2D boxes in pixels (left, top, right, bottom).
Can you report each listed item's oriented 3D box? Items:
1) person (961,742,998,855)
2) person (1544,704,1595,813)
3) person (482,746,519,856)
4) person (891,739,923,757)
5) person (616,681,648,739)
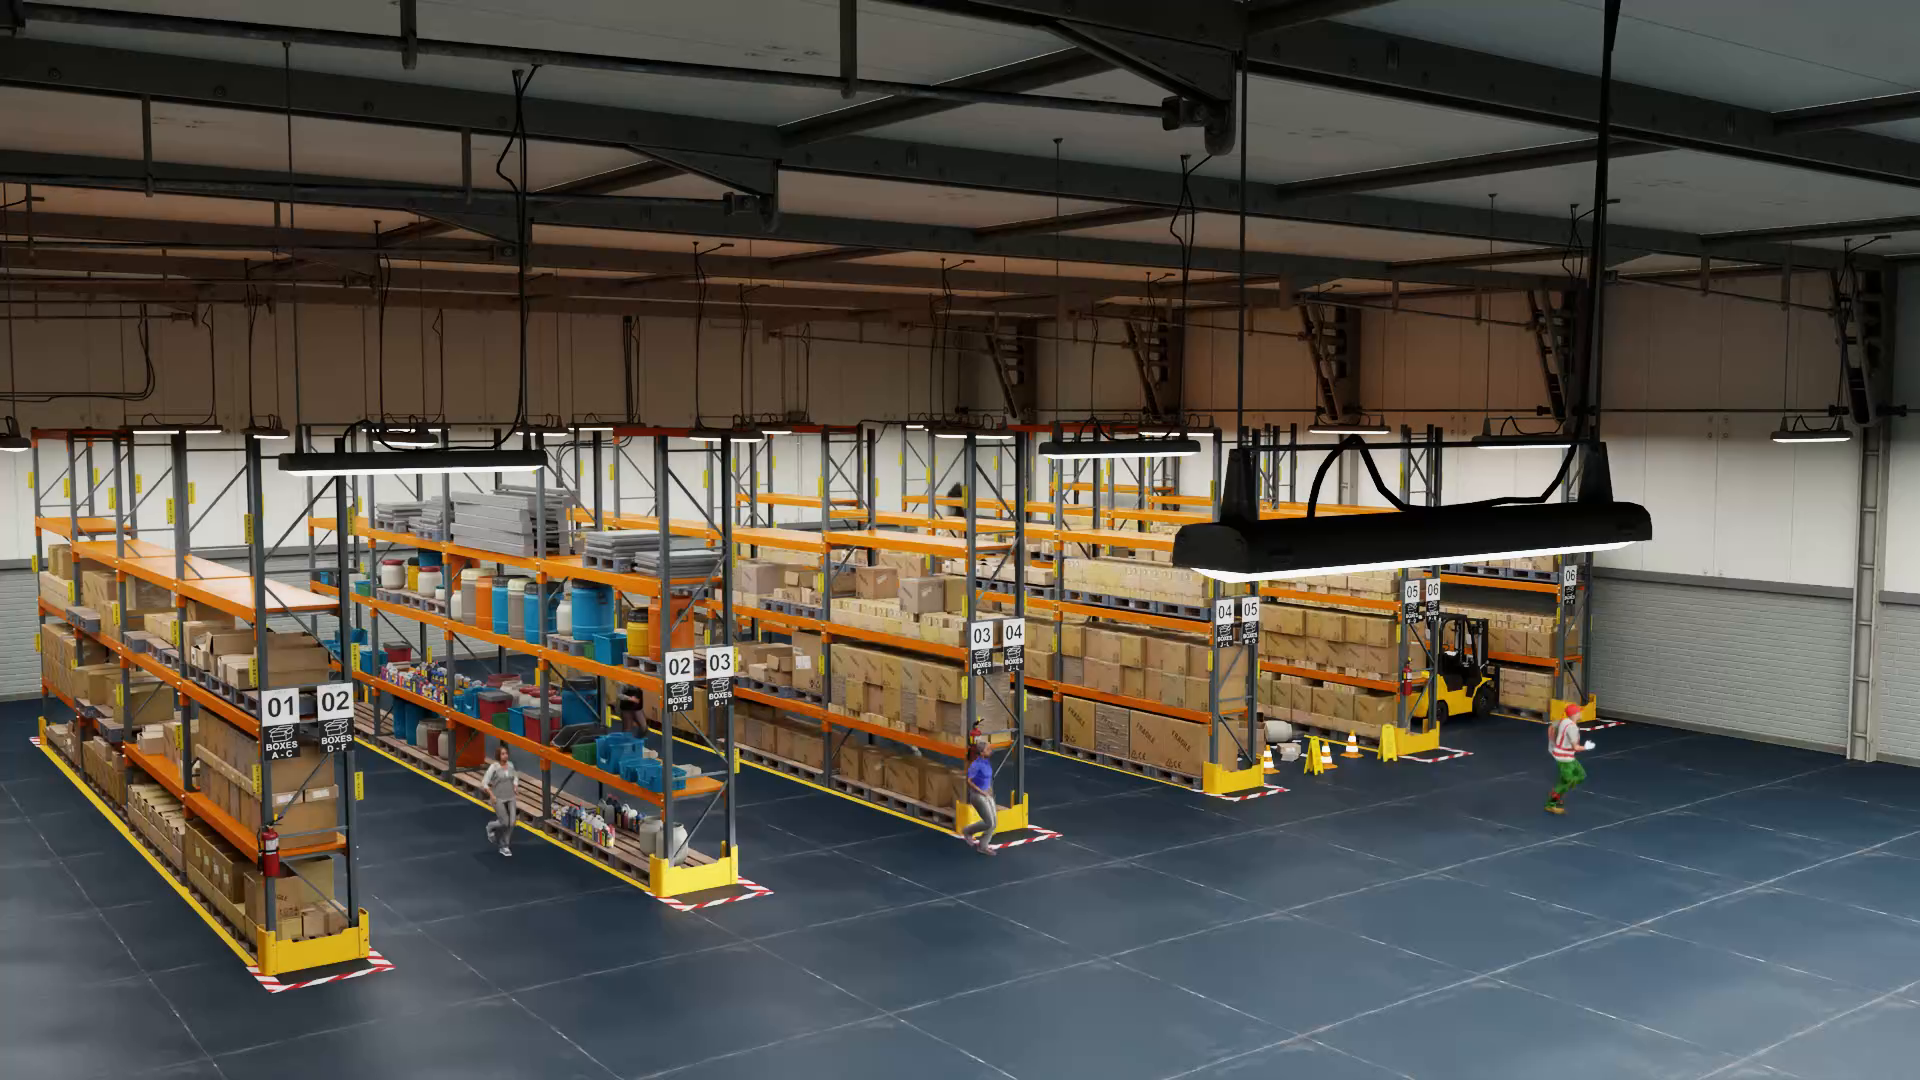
[{"bbox_3d":[0.283,3.677,23.688,0.524,1.626,0.610,2,5,24],"label":"person"},{"bbox_3d":[9.535,3.415,25.989,0.706,1.725,0.707,1,5,9],"label":"person"},{"bbox_3d":[-6.522,3.703,23.682,0.538,1.557,0.548,-4,6,-44],"label":"person"},{"bbox_3d":[-1.017,3.042,30.519,0.685,1.778,1.051,-3,5,-35],"label":"person"},{"bbox_3d":[-5.947,3.116,30.162,0.644,1.742,0.738,-4,6,-43],"label":"person"}]
